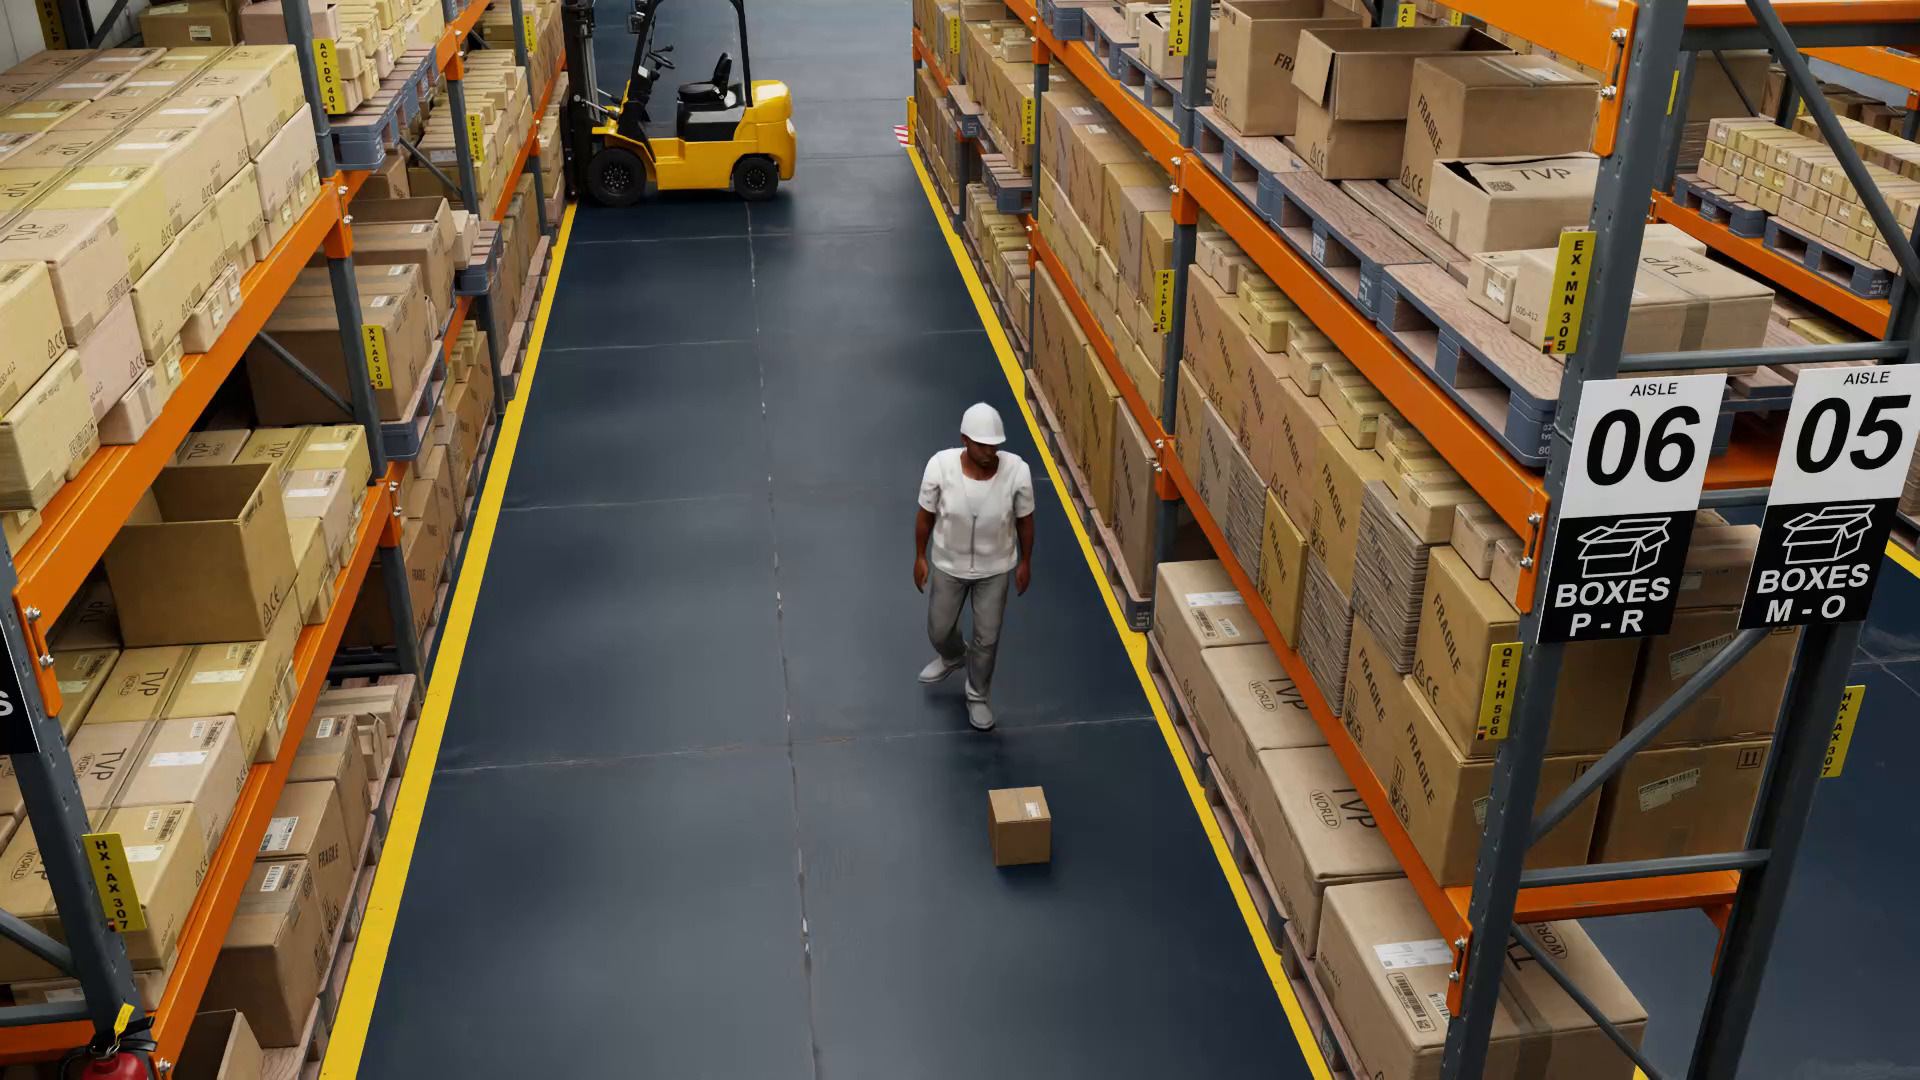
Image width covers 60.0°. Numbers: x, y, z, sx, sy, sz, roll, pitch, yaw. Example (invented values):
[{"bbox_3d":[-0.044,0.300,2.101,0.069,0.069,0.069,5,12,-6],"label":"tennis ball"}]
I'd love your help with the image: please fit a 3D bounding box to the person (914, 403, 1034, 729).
[{"bbox_3d":[0.071,0.094,8.411,0.604,1.757,0.569,1,27,3],"label":"person"}]
